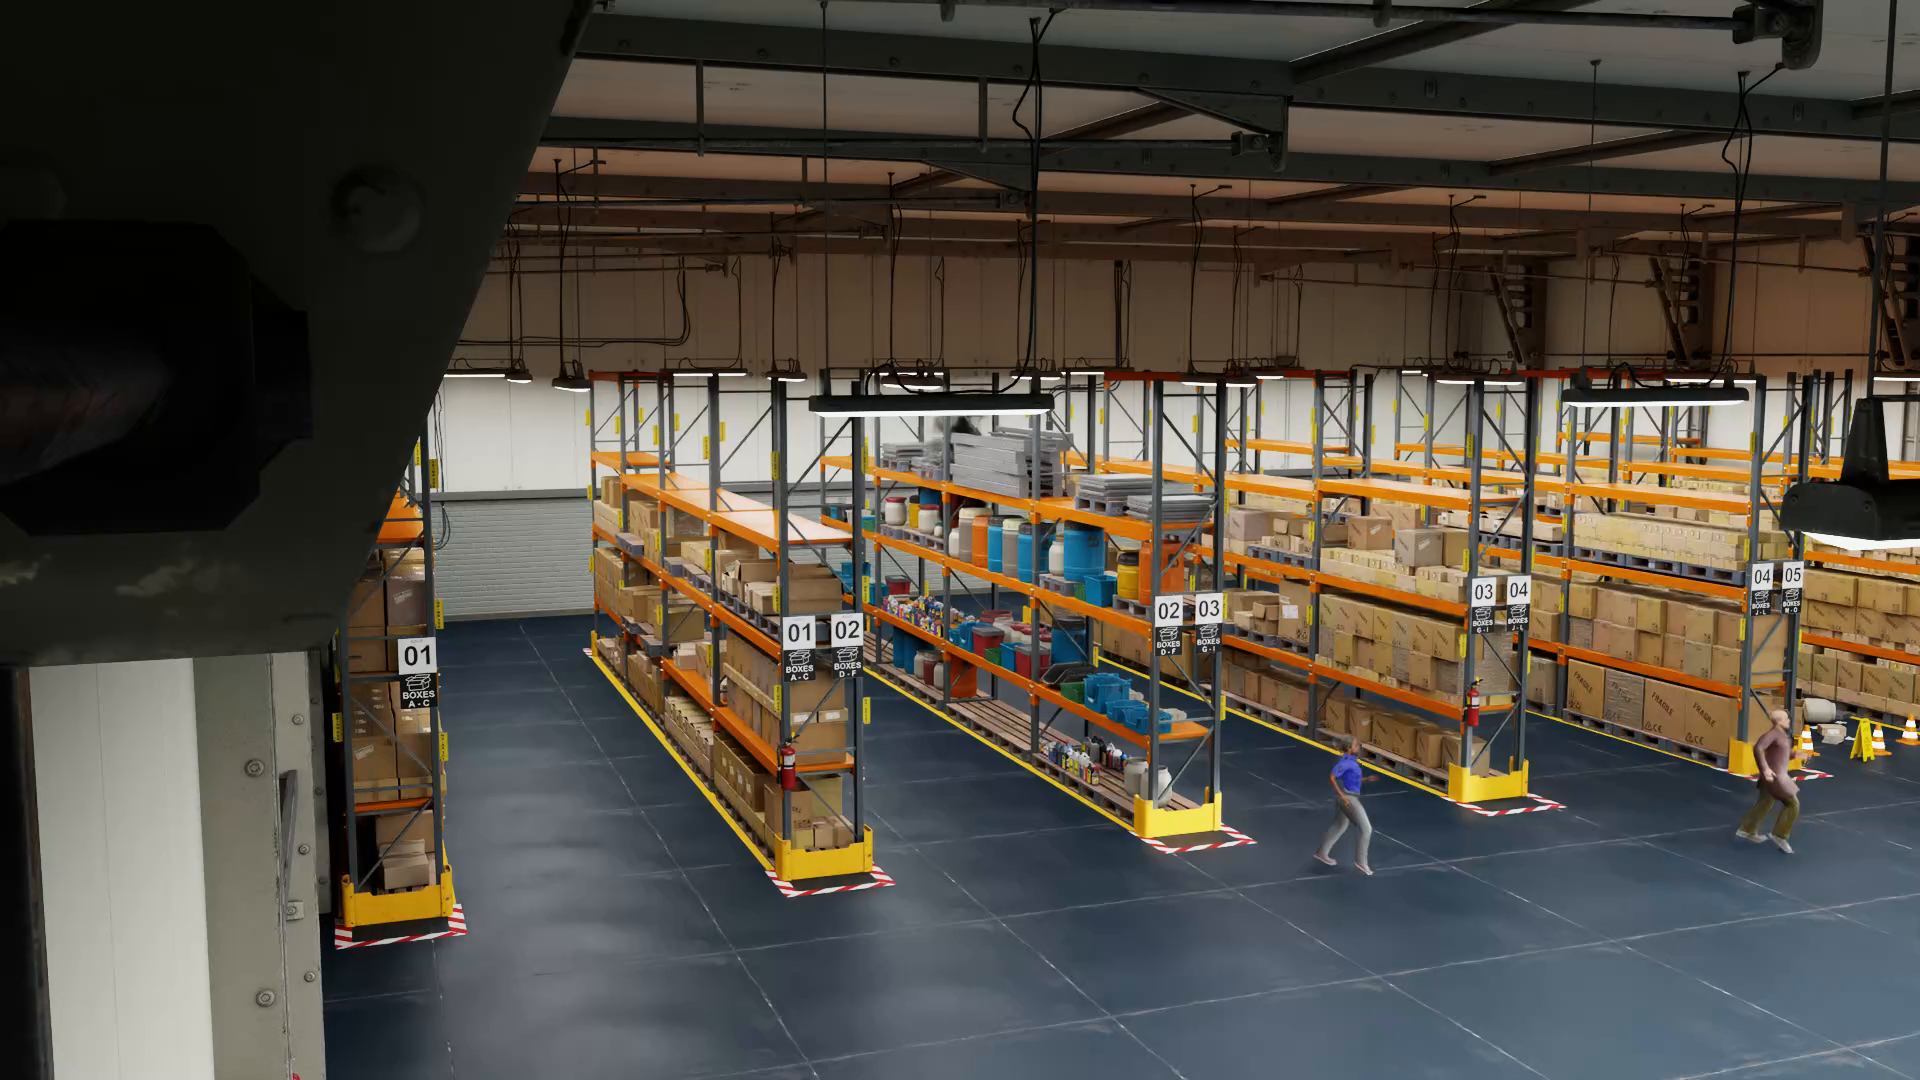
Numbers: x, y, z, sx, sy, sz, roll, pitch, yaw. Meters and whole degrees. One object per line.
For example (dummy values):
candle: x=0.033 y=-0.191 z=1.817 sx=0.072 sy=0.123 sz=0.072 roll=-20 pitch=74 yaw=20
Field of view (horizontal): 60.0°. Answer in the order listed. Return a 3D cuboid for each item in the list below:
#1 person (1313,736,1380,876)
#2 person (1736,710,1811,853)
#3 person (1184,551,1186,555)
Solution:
person: x=4.744 y=3.246 z=20.336 sx=0.756 sy=1.719 sz=0.549 roll=1 pitch=6 yaw=7
person: x=10.460 y=3.086 z=21.360 sx=0.836 sy=1.840 sz=0.688 roll=2 pitch=7 yaw=19
person: x=5.163 y=0.974 z=40.842 sx=0.825 sy=1.601 sz=0.790 roll=-3 pitch=7 yaw=-27
